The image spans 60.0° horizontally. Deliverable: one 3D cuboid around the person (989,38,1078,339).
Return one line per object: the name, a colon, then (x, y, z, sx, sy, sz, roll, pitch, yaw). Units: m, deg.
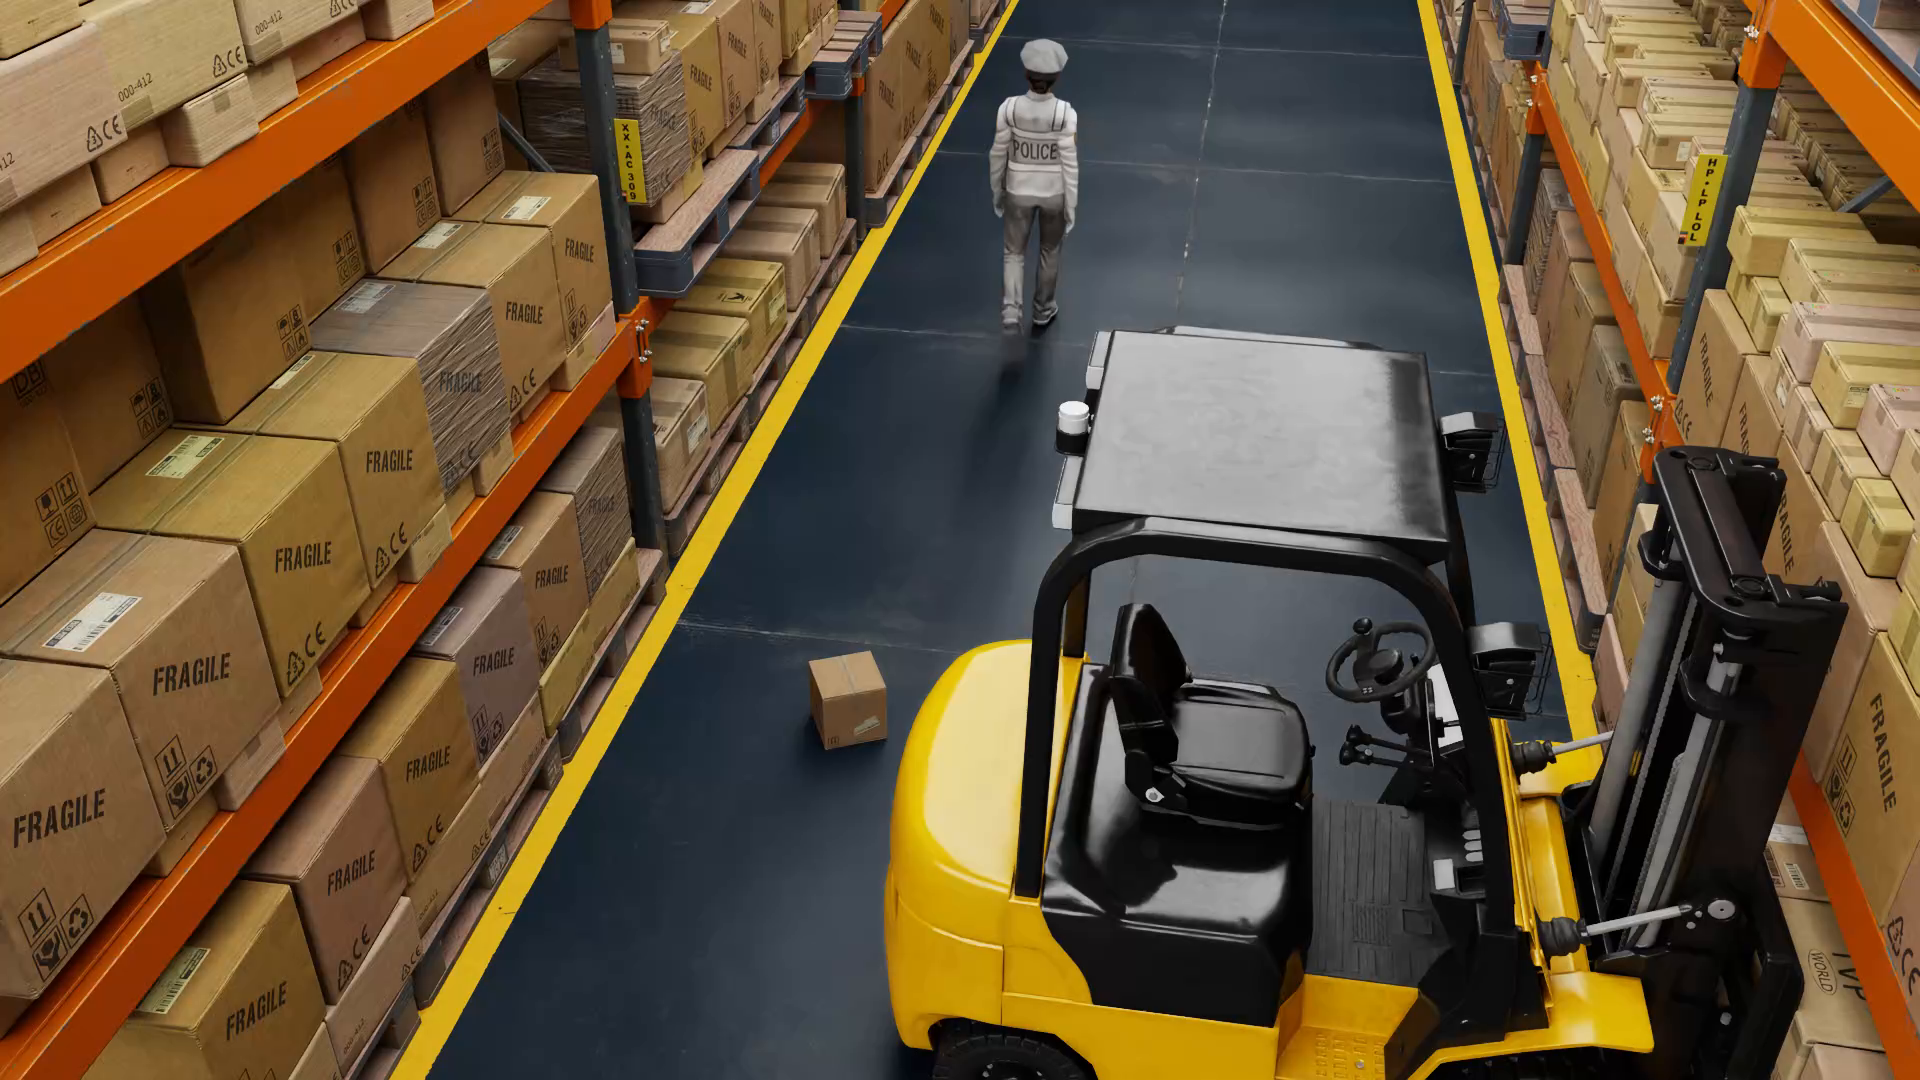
person: (0.396, -1.870, 9.016, 0.489, 1.658, 0.805, 5, 33, 7)
